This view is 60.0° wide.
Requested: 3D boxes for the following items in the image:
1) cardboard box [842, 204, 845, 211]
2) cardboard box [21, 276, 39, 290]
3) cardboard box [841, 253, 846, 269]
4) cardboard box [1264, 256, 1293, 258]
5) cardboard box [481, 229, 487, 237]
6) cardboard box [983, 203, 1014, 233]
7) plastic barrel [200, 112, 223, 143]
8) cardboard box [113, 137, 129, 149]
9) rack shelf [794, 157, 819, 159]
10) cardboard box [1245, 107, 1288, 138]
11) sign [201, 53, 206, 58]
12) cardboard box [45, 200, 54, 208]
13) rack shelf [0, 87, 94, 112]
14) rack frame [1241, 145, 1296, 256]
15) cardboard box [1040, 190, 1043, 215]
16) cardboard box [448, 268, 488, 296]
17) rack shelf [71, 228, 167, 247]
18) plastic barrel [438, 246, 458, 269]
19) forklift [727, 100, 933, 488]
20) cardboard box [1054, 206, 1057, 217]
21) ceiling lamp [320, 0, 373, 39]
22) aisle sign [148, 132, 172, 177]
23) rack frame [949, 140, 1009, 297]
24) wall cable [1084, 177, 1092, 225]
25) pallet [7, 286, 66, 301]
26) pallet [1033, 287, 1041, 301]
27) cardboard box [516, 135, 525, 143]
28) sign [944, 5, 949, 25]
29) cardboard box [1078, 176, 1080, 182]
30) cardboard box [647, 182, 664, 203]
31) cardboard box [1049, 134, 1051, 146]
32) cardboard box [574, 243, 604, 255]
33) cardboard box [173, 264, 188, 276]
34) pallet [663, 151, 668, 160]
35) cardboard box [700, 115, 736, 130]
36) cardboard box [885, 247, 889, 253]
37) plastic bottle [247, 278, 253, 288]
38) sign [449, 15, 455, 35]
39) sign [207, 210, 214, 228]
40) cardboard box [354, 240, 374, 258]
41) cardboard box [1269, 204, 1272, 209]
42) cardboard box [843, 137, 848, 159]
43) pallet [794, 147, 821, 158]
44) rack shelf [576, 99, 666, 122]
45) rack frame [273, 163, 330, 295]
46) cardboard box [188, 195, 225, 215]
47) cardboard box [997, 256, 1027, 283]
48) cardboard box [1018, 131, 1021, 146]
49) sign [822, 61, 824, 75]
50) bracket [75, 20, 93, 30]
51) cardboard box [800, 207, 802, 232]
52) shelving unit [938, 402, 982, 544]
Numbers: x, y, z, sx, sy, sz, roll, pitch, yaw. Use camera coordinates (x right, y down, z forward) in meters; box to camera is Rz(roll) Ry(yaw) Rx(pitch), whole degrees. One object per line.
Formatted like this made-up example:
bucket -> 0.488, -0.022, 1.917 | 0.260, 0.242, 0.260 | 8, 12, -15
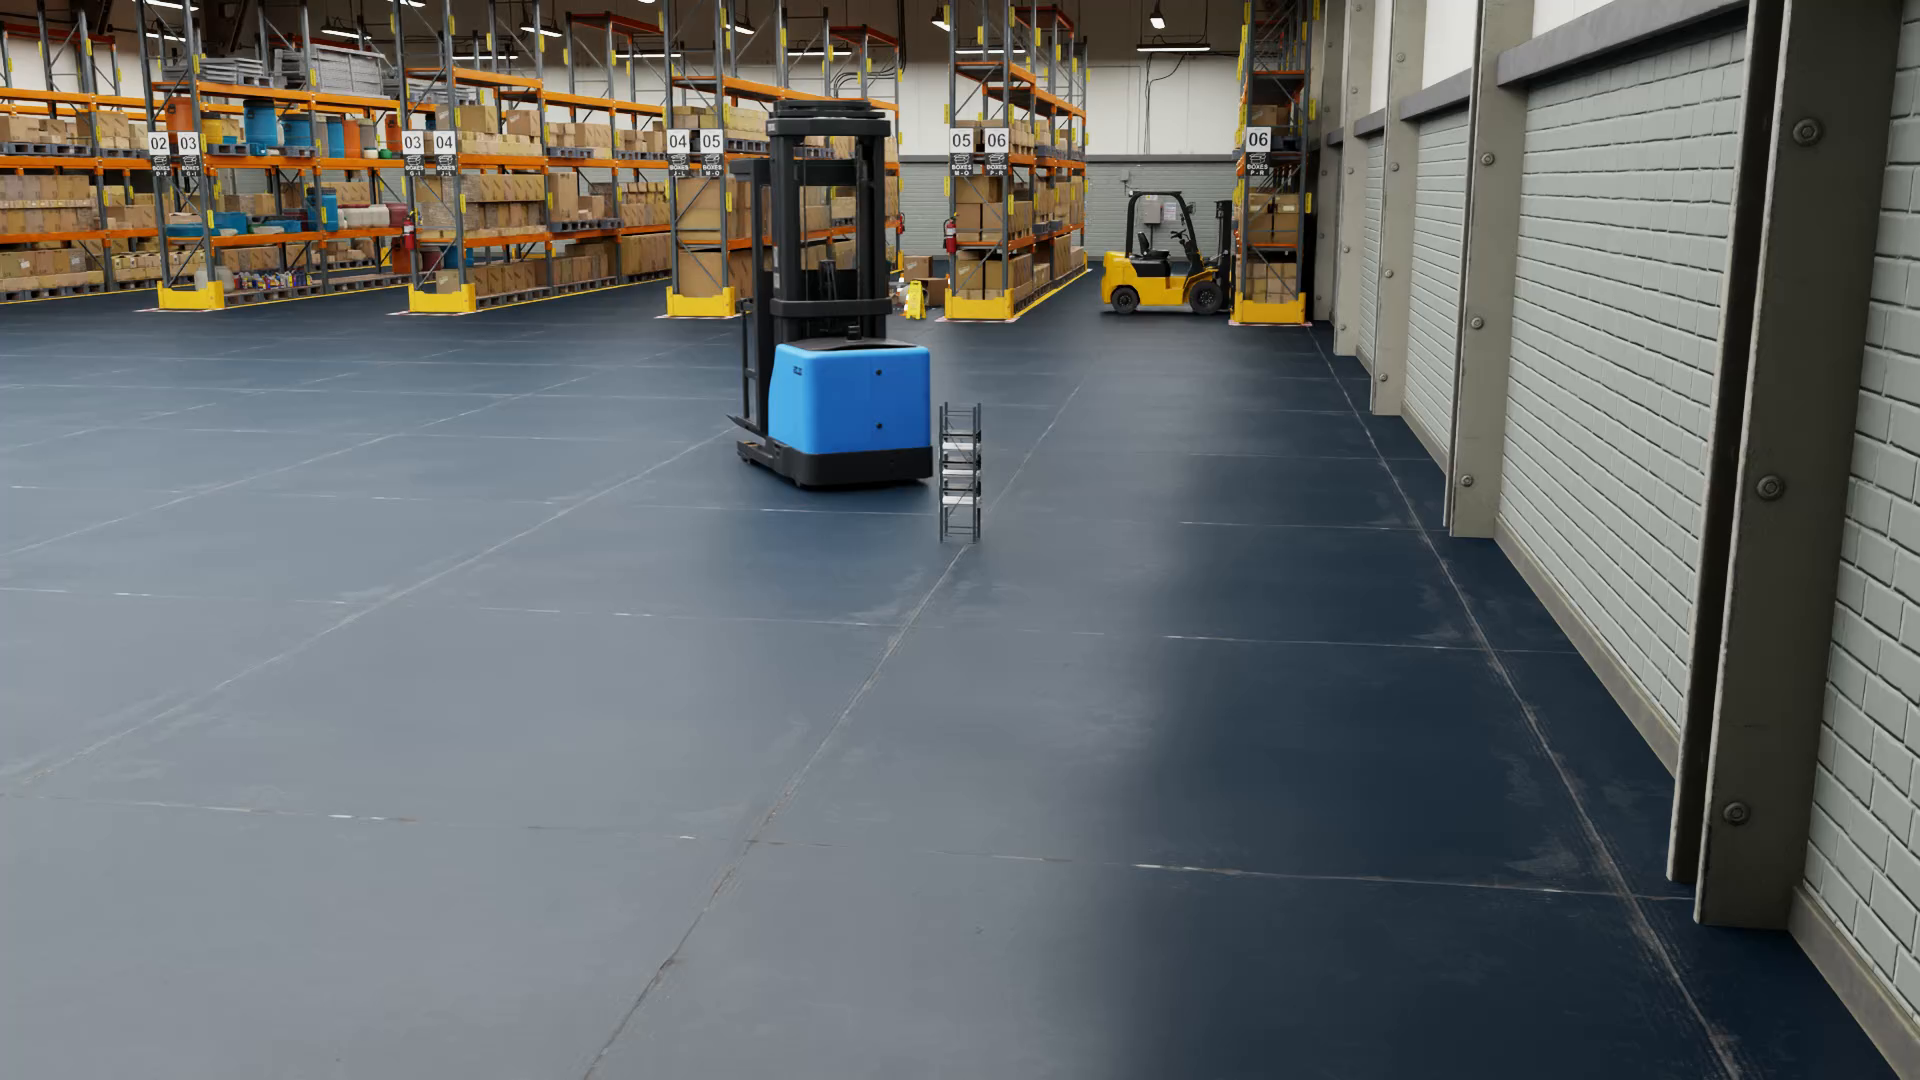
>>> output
cardboard box -> -2.883, -7.712, 38.550 | 0.380, 0.149, 0.250 | 2, 12, 8
cardboard box -> -18.803, -5.134, 33.224 | 0.500, 0.250, 0.500 | 2, 12, 9
cardboard box -> -2.917, -6.349, 38.269 | 0.500, 0.500, 0.500 | 2, 12, 9
cardboard box -> 5.897, -5.125, 30.810 | 0.500, 0.250, 0.500 | 2, 12, 8
cardboard box -> -9.060, -5.722, 31.023 | 0.380, 0.149, 0.250 | 2, 12, 9
cardboard box -> 0.671, -5.601, 28.919 | 0.500, 0.500, 0.500 | 2, 12, 8
plastic barrel -> -14.312, -7.804, 31.519 | 0.600, 0.588, 0.600 | 0, 12, 0
cardboard box -> -18.455, -8.633, 36.171 | 0.500, 0.250, 0.500 | 1, 12, 3
rack shelf -> -3.660, -7.820, 34.747 | 1.077, 0.370, 4.000 | 2, 12, 9
cardboard box -> 5.313, -7.236, 28.859 | 0.700, 0.500, 0.500 | 2, 12, 9
sign -> -17.476, -11.075, 38.428 | 0.100, 0.325, 0.005 | 2, 12, 9
cardboard box -> -18.667, -6.831, 33.791 | 0.380, 0.149, 0.250 | 2, 12, 10
rack shelf -> -18.948, -8.762, 32.945 | 1.077, 0.370, 4.000 | 2, 12, 9
rack frame -> 5.845, -5.990, 31.666 | 1.000, 3.000, 0.127 | 2, 12, 9
cardboard box -> 1.371, -6.742, 33.216 | 0.500, 0.500, 0.500 | 2, 12, 9
cardboard box -> -9.297, -4.876, 31.437 | 0.500, 0.500, 0.500 | 5, 13, 23
rack shelf -> -18.333, -6.857, 37.399 | 1.077, 0.370, 4.000 | 2, 12, 9
plastic barrel -> -12.726, -7.216, 41.340 | 0.600, 0.901, 0.708 | 2, 12, 9
forklift -> -1.248, -2.102, 13.791 | 1.130, 2.935, 3.031 | -5, 13, -22
cardboard box -> 1.877, -7.251, 36.687 | 0.500, 0.250, 0.500 | 2, 12, 8
ceiling lamp -> -14.869, -13.982, 40.656 | 0.800, 3.185, 2.000 | 2, 12, 9
aisle sign -> -14.666, -7.064, 30.480 | 0.394, 0.787, 0.004 | 2, 12, 9
rack frame -> 0.324, -5.317, 28.545 | 1.000, 3.000, 0.127 | 2, 12, 9
wall cable -> 3.629, -10.334, 49.339 | 0.585, 1.953, 0.123 | 2, 12, 9
pallet -> -18.989, -5.010, 33.741 | 1.003, 0.211, 1.213 | 2, 12, 9
pallet -> 1.058, -4.949, 33.454 | 1.003, 0.211, 1.213 | 2, 12, 9
cardboard box -> -8.719, -7.816, 32.428 | 0.380, 0.149, 0.250 | 1, 12, 7
sign -> -0.221, -8.806, 27.901 | 0.100, 0.325, 0.005 | 2, 12, 9
cardboard box -> 2.876, -9.260, 42.691 | 0.380, 0.149, 0.250 | 2, 12, 10
cardboard box -> -7.712, -8.542, 40.891 | 0.797, 0.503, 0.637 | 2, 12, 7
cardboard box -> 1.558, -8.068, 33.548 | 0.500, 0.250, 0.500 | 2, 12, 8
cardboard box -> -8.311, -6.523, 37.248 | 0.500, 0.250, 0.500 | 2, 12, 11
cardboard box -> -18.021, -6.157, 37.972 | 0.500, 0.250, 0.500 | 2, 12, 10
pallet -> -7.486, -9.729, 42.108 | 1.003, 0.211, 1.213 | 2, 12, 9
cardboard box -> -4.255, -7.341, 29.232 | 0.500, 0.250, 0.500 | 2, 12, 9
cardboard box -> -2.051, -7.553, 43.278 | 0.380, 0.149, 0.250 | 2, 12, 11
plastic bottle -> -14.278, -5.162, 33.426 | 0.097, 0.201, 0.097 | 0, 12, 0
sign -> -8.932, -9.048, 29.214 | 0.100, 0.325, 0.005 | 2, 12, 9
sign -> -13.819, -5.915, 30.663 | 0.100, 0.325, 0.005 | 2, 12, 9
cardboard box -> -16.635, -8.162, 46.637 | 0.500, 0.500, 0.500 | 2, 12, 9
cardboard box -> 6.111, -6.422, 31.894 | 0.380, 0.149, 0.250 | 2, 12, 7
cardboard box -> -2.860, -8.956, 38.071 | 0.500, 0.500, 0.500 | 2, 12, 9
pallet -> -3.568, -8.127, 34.912 | 1.003, 0.211, 1.213 | 2, 12, 11
rack shelf -> -7.930, -10.105, 39.180 | 1.077, 0.370, 4.000 | 2, 12, 9
rack frame -> -13.747, -6.631, 34.643 | 1.000, 3.000, 0.127 | 2, 12, 9
cardboard box -> -18.040, -8.014, 39.825 | 0.700, 0.500, 0.500 | -2, 12, -10
cardboard box -> 0.960, -5.033, 30.978 | 0.500, 0.500, 0.500 | 3, 12, 12
cardboard box -> 0.807, -7.164, 29.647 | 0.500, 0.250, 0.500 | 2, 12, 10
sign -> -3.270, -11.404, 40.143 | 0.100, 0.325, 0.005 | 2, 12, 9
bracket -> -22.766, -13.386, 43.200 | 0.235, 0.232, 0.430 | 2, 12, 9
cardboard box -> -3.544, -6.544, 34.000 | 0.500, 0.500, 0.500 | 2, 12, 9
shelving unit -> 0.001, -0.442, 10.906 | 0.258, 0.900, 0.210 | 2, 12, 9
